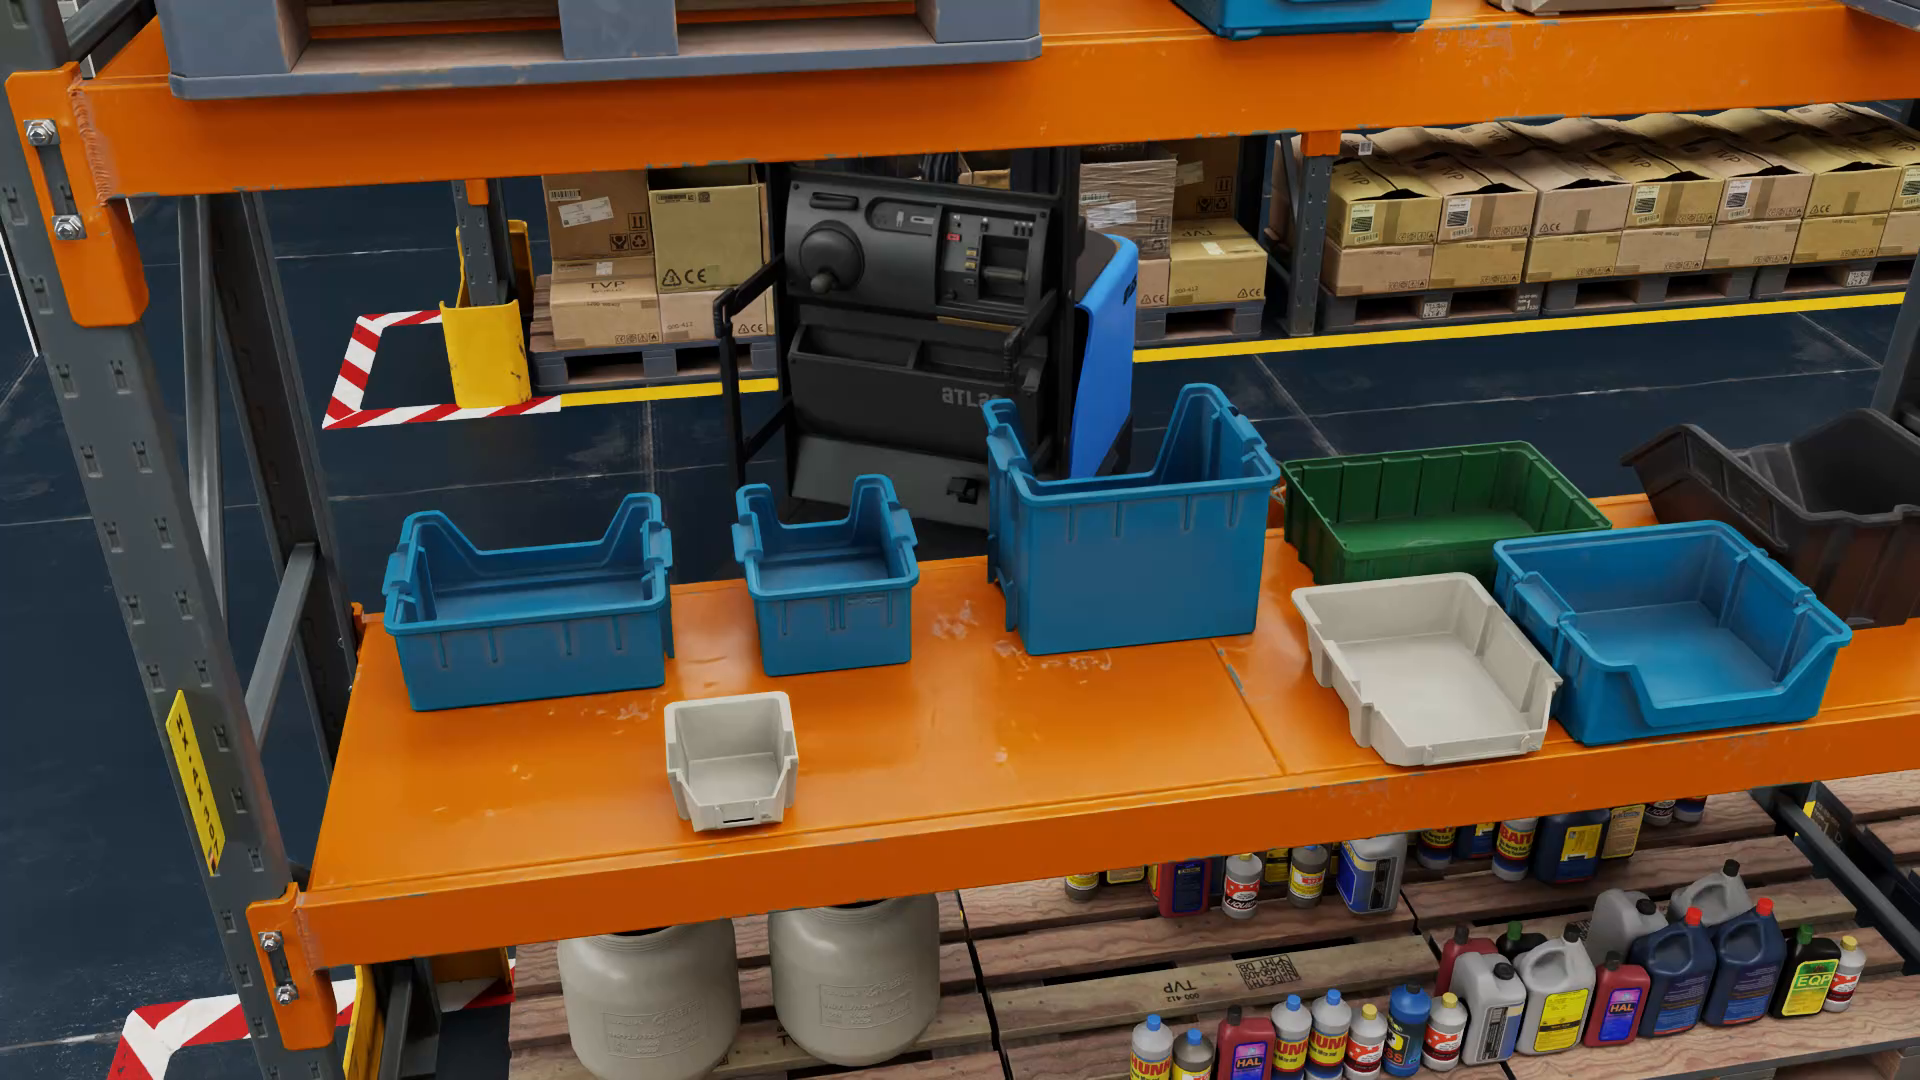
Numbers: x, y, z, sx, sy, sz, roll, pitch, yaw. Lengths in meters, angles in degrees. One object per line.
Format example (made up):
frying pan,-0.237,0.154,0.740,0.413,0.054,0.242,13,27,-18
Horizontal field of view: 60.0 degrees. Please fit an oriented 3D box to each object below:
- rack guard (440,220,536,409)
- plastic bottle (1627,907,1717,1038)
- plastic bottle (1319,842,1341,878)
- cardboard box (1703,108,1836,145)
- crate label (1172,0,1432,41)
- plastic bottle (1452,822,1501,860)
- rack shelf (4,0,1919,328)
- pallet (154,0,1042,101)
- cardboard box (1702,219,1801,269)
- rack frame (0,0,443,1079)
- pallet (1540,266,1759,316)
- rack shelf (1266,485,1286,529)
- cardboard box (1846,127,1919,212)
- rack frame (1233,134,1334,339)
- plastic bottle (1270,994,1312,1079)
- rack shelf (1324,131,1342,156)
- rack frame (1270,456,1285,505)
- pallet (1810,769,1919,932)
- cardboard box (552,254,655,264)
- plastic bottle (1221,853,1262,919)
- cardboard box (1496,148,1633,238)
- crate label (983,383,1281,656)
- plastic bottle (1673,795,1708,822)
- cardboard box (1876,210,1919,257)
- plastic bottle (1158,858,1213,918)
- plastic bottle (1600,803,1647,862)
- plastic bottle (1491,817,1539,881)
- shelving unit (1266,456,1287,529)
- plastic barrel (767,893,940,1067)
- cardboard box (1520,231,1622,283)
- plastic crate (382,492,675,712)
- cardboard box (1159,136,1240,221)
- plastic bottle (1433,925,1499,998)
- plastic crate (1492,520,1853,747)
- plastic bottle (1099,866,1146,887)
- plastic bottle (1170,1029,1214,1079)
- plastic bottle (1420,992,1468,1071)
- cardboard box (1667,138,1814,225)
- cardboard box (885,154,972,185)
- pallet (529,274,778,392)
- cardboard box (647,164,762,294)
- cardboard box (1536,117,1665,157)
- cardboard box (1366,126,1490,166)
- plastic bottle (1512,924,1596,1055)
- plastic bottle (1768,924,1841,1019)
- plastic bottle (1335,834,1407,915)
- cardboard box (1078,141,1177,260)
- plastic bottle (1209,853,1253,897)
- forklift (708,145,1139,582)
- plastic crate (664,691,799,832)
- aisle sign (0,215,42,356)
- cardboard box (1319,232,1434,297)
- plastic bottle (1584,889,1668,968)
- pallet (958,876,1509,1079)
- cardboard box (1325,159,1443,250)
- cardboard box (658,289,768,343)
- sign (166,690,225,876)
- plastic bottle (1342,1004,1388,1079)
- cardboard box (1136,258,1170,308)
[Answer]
rack guard,-2.299,-1.132,8.182,0.348,0.500,1.175,-5,31,-9
plastic bottle,1.778,1.065,4.158,0.185,0.351,0.144,-7,31,-11
plastic bottle,1.075,0.768,4.664,0.185,0.351,0.144,-6,31,-9
cardboard box,4.511,-2.226,9.322,0.500,0.311,0.500,-6,31,-10
crate label,0.514,-0.977,2.639,0.408,0.251,0.502,-5,31,-9
plastic bottle,1.494,0.729,4.730,0.185,0.351,0.144,-7,31,-11
rack shelf,0.581,-0.907,3.084,4.000,0.370,1.077,-5,31,-9
pallet,-0.555,-0.980,2.685,1.213,0.211,1.003,-5,31,-9
cardboard box,4.119,-1.675,8.938,0.500,0.250,0.500,-5,31,-8
rack frame,-1.387,0.258,3.352,0.127,3.000,1.000,-5,31,-9
pallet,3.580,-1.575,9.220,1.213,0.211,1.003,-5,31,-9
rack shelf,1.314,-0.154,6.816,0.258,0.180,0.103,-19,36,-29
cardboard box,5.123,-2.009,8.953,0.500,0.311,0.500,-5,31,-8
rack frame,1.660,-2.577,8.173,0.127,3.000,1.000,-5,31,-9
plastic bottle,0.790,1.203,4.002,0.097,0.271,0.097,0,30,0
rack shelf,3.627,-2.450,8.666,4.000,0.370,1.077,-5,31,-9
rack frame,1.407,-0.163,6.653,0.240,0.006,1.200,-19,36,-29
pallet,3.313,1.004,4.834,1.213,0.211,1.003,-5,31,-9
cardboard box,-1.801,-1.404,8.477,0.500,0.250,0.500,-5,31,-9
plastic bottle,0.771,0.927,4.541,0.097,0.201,0.097,0,30,0
cardboard box,3.113,-1.819,8.629,0.500,0.311,0.500,-6,31,-11
crate label,0.375,-0.060,3.858,0.616,0.435,0.502,-5,31,-9
plastic bottle,2.156,0.690,4.875,0.097,0.271,0.097,0,30,0
cardboard box,5.120,-1.768,9.096,0.500,0.250,0.500,-5,31,-8
plastic bottle,0.614,0.897,4.511,0.133,0.283,0.061,-5,31,-9
plastic bottle,1.862,0.781,4.708,0.133,0.283,0.061,-5,31,-9
plastic bottle,1.558,0.820,4.654,0.097,0.271,0.097,0,30,0
shelving unit,1.407,-0.084,6.700,0.258,0.189,1.200,-19,36,-29
plastic barrel,-0.260,1.006,4.121,0.421,0.512,0.421,0,30,0
cardboard box,3.113,-1.581,8.777,0.500,0.250,0.500,-6,31,-10
plastic crate,-0.948,0.127,3.721,0.616,0.251,0.499,-5,31,-9
cardboard box,1.147,-2.010,8.767,0.500,0.500,0.500,-5,31,-9
plastic bottle,1.280,1.084,4.194,0.133,0.283,0.061,-5,31,-9
plastic crate,1.508,0.193,3.608,0.616,0.251,0.499,-5,31,-9
plastic bottle,0.453,0.833,4.619,0.133,0.283,0.061,-5,31,-8
plastic bottle,0.555,1.255,3.983,0.097,0.201,0.097,0,30,0
plastic bottle,1.188,1.196,4.083,0.097,0.201,0.097,0,30,0
cardboard box,4.116,-1.914,8.790,0.500,0.311,0.500,-5,31,-9
cardboard box,-0.232,-1.605,8.078,0.500,0.500,0.500,-5,31,-9
pallet,-1.530,-1.101,8.413,1.213,0.211,1.003,-5,31,-9
cardboard box,-1.216,-1.515,7.927,0.500,0.500,0.500,-5,31,-9
cardboard box,3.503,-2.133,9.164,0.500,0.311,0.500,-6,31,-10
cardboard box,2.517,-2.045,9.014,0.500,0.311,0.500,-4,31,-8
plastic bottle,1.460,1.095,4.108,0.185,0.351,0.144,-5,31,-9
plastic bottle,2.134,1.083,4.195,0.133,0.283,0.061,-4,31,-6
plastic bottle,1.127,0.872,4.561,0.135,0.276,0.152,-5,31,-9
cardboard box,0.749,-1.705,8.249,0.500,0.500,0.500,-5,31,-9
plastic bottle,0.730,0.834,4.625,0.135,0.276,0.152,-6,31,-10
forklift,-0.219,-0.936,5.451,1.130,2.935,3.031,10,32,16
plastic crate,-0.448,0.451,3.285,0.250,0.136,0.298,-5,31,-9
aisle sign,-1.405,-0.710,2.433,0.004,0.787,0.394,-5,31,-9
cardboard box,2.101,-1.486,8.616,0.500,0.250,0.500,-6,31,-10
plastic bottle,1.726,1.026,4.299,0.135,0.276,0.152,-5,31,-9
pallet,0.677,1.249,4.418,1.213,0.211,1.003,-5,31,-9
cardboard box,2.111,-1.728,8.475,0.500,0.311,0.500,-5,31,-9
cardboard box,-1.216,-1.193,8.118,0.500,0.250,0.500,-5,31,-9
sign,-1.292,0.414,2.814,0.005,0.325,0.100,-5,31,-9
plastic bottle,0.986,1.215,4.051,0.097,0.201,0.097,0,30,0
cardboard box,0.749,-1.381,8.437,0.500,0.250,0.500,-5,31,-9
